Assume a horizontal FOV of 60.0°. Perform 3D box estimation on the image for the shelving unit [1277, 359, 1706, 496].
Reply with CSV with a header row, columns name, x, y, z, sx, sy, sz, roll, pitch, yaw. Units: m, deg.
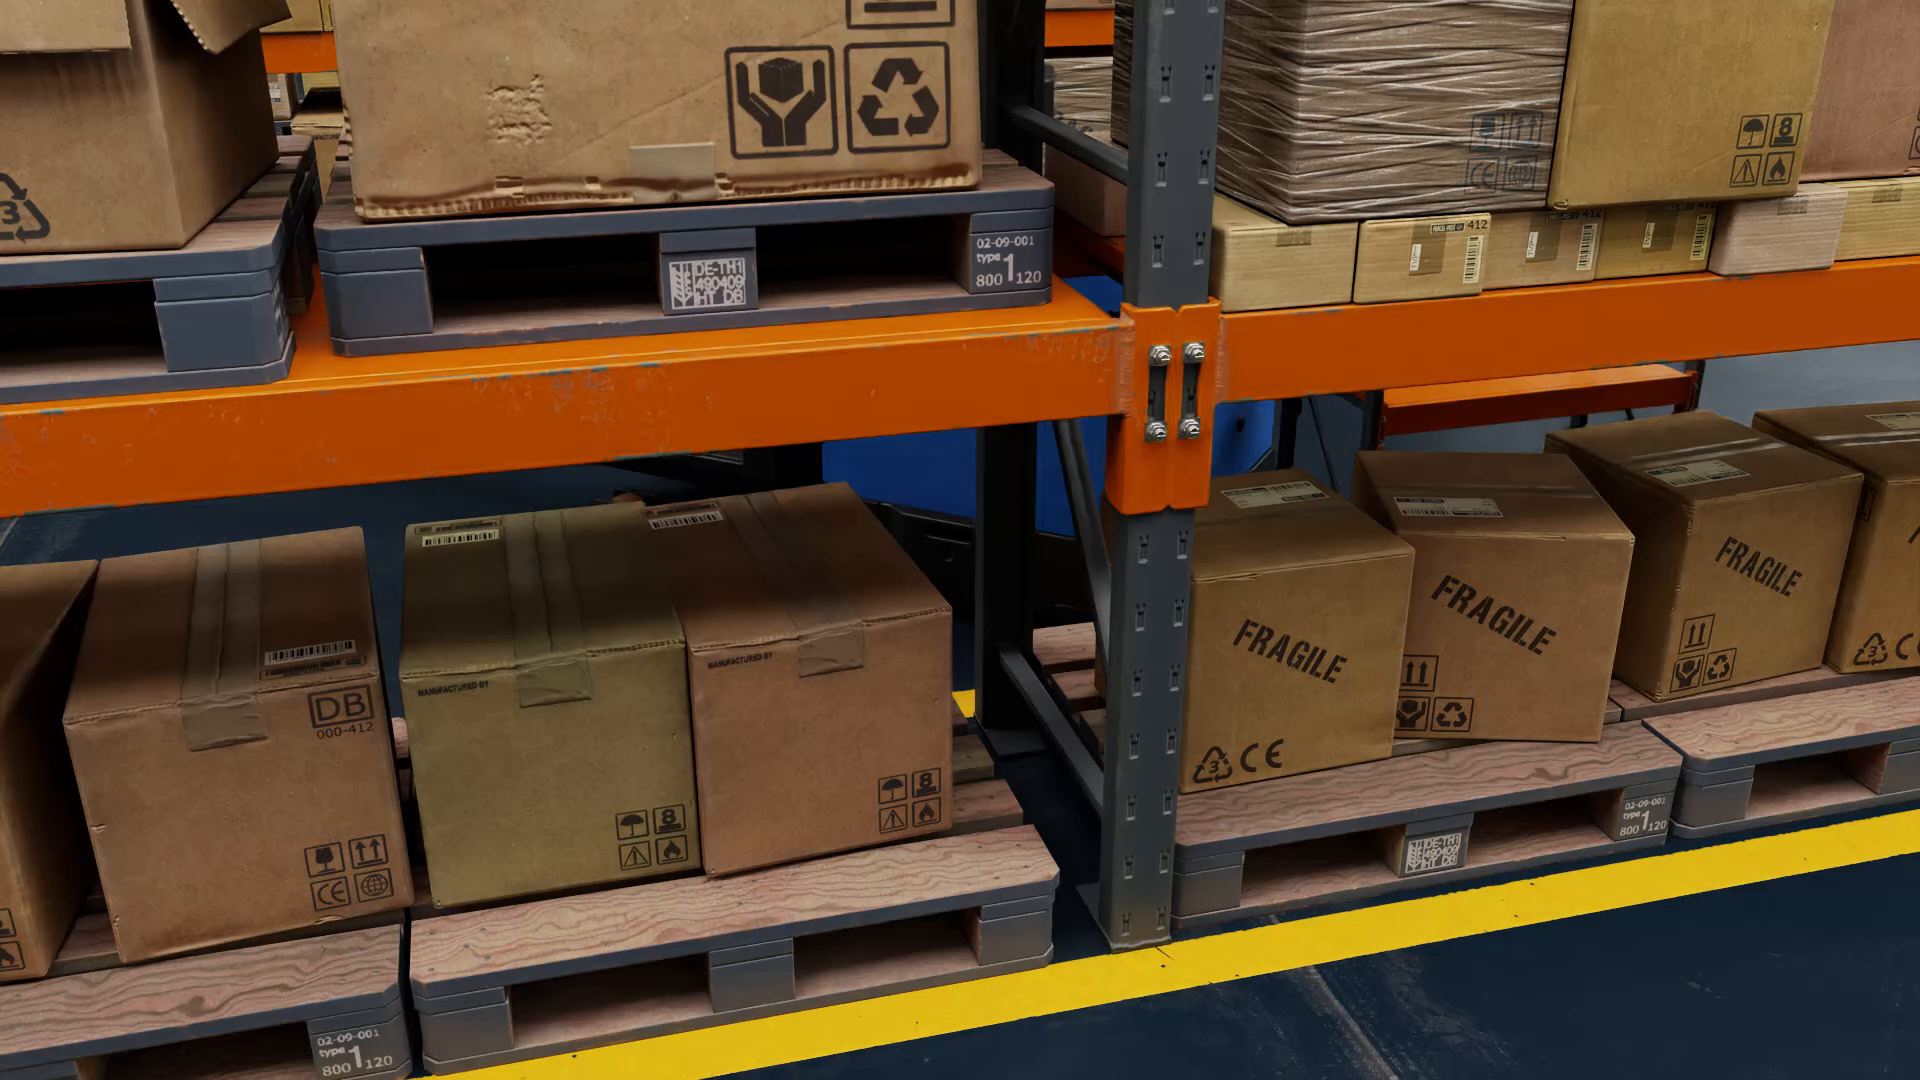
name,x,y,z,sx,sy,sz,roll,pitch,yaw
shelving unit,1.514,-0.592,4.724,1.083,1.500,0.587,-7,24,-15

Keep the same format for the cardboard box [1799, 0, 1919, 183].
name,x,y,z,sx,sy,sz,roll,pitch,yaw
cardboard box,1.625,-1.085,3.471,0.500,0.500,0.875,-6,24,-14

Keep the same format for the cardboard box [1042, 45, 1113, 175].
name,x,y,z,sx,sy,sz,roll,pitch,yaw
cardboard box,0.478,-1.995,8.257,0.875,0.875,0.875,-6,24,-14

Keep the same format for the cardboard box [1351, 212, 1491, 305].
name,x,y,z,sx,sy,sz,roll,pitch,yaw
cardboard box,0.762,-0.562,3.073,0.250,0.149,0.380,-6,24,-14

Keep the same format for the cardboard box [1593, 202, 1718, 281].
name,x,y,z,sx,sy,sz,roll,pitch,yaw
cardboard box,1.234,-0.629,3.230,0.250,0.149,0.380,-6,24,-14

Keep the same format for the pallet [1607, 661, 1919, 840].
name,x,y,z,sx,sy,sz,roll,pitch,yaw
pallet,2.044,0.318,4.240,1.213,0.211,1.003,-6,24,-14

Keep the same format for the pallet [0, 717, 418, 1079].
name,x,y,z,sx,sy,sz,roll,pitch,yaw
pallet,-1.696,0.750,3.235,1.213,0.211,1.003,-6,24,-14

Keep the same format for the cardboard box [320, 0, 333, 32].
name,x,y,z,sx,sy,sz,roll,pitch,yaw
cardboard box,-2.416,-2.422,6.963,0.500,0.500,0.500,-6,24,-14

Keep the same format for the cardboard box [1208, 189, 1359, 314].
name,x,y,z,sx,sy,sz,roll,pitch,yaw
cardboard box,0.518,-0.540,3.023,0.250,0.149,0.380,-6,24,-14

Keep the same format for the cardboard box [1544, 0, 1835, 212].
name,x,y,z,sx,sy,sz,roll,pitch,yaw
cardboard box,1.171,-0.994,3.258,0.500,0.500,0.875,-6,24,-14

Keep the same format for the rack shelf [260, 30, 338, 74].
name,x,y,z,sx,sy,sz,roll,pitch,yaw
rack shelf,-2.938,-2.097,7.245,4.000,0.370,1.077,-6,24,-14

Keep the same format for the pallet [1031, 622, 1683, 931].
name,x,y,z,sx,sy,sz,roll,pitch,yaw
pallet,0.867,0.450,3.934,1.213,0.211,1.003,-6,24,-14

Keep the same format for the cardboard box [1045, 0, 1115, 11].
name,x,y,z,sx,sy,sz,roll,pitch,yaw
cardboard box,0.414,-2.833,7.859,0.550,0.550,0.875,-6,24,-14

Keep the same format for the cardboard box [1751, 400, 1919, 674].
name,x,y,z,sx,sy,sz,roll,pitch,yaw
cardboard box,2.301,-0.021,4.132,0.500,0.500,0.500,-4,24,-9

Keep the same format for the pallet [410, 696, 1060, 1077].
name,x,y,z,sx,sy,sz,roll,pitch,yaw
pallet,-0.520,0.618,3.541,1.213,0.211,1.003,-6,24,-14

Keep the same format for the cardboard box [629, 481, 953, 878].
name,x,y,z,sx,sy,sz,roll,pitch,yaw
cardboard box,-0.367,0.257,3.459,0.500,0.500,0.700,-8,25,-18

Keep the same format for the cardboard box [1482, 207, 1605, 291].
name,x,y,z,sx,sy,sz,roll,pitch,yaw
cardboard box,0.995,-0.599,3.160,0.250,0.149,0.380,-6,24,-14

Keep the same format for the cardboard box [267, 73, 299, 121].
name,x,y,z,sx,sy,sz,roll,pitch,yaw
cardboard box,-5.044,-3.206,11.719,0.625,0.372,0.950,-7,24,-15

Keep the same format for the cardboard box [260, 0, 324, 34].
name,x,y,z,sx,sy,sz,roll,pitch,yaw
cardboard box,-2.904,-2.367,6.835,0.500,0.500,0.500,-7,24,-15

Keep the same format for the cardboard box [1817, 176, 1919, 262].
name,x,y,z,sx,sy,sz,roll,pitch,yaw
cardboard box,1.715,-0.682,3.355,0.250,0.149,0.380,-6,24,-14

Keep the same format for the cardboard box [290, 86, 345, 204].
name,x,y,z,sx,sy,sz,roll,pitch,yaw
cardboard box,-2.516,-1.598,7.491,0.750,0.750,1.050,-6,24,-14

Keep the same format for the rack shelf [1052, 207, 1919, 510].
name,x,y,z,sx,sy,sz,roll,pitch,yaw
rack shelf,2.155,-0.629,3.825,4.000,0.370,1.077,-6,24,-14

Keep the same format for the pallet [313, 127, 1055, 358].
name,x,y,z,sx,sy,sz,roll,pitch,yaw
pallet,-0.546,-0.632,3.163,1.213,0.211,1.003,-6,24,-14

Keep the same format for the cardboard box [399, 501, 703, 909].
name,x,y,z,sx,sy,sz,roll,pitch,yaw
cardboard box,-0.832,0.301,3.357,0.500,0.500,0.700,-6,24,-15

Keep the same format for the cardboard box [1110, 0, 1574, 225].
name,x,y,z,sx,sy,sz,roll,pitch,yaw
cardboard box,0.680,-0.954,3.165,0.500,0.500,0.875,-6,24,-14

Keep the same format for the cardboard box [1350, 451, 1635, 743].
name,x,y,z,sx,sy,sz,roll,pitch,yaw
cardboard box,1.175,0.118,3.809,0.500,0.500,0.500,1,23,3

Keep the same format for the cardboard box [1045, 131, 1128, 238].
name,x,y,z,sx,sy,sz,roll,pitch,yaw
cardboard box,0.357,-0.766,3.549,0.250,0.149,0.380,-6,24,-14

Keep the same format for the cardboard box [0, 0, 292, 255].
name,x,y,z,sx,sy,sz,roll,pitch,yaw
cardboard box,-1.414,-0.767,2.571,0.637,0.503,0.797,-4,24,-9

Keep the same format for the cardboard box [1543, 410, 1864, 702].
name,x,y,z,sx,sy,sz,roll,pitch,yaw
cardboard box,1.752,0.022,4.033,0.500,0.500,0.500,-9,25,-19

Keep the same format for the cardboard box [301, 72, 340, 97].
name,x,y,z,sx,sy,sz,roll,pitch,yaw
cardboard box,-4.312,-3.285,11.902,0.625,0.372,0.950,-6,24,-13

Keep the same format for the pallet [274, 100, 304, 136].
name,x,y,z,sx,sy,sz,roll,pitch,yaw
pallet,-4.373,-3.013,12.004,1.213,0.211,1.003,-6,24,-14

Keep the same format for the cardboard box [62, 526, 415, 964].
name,x,y,z,sx,sy,sz,roll,pitch,yaw
cardboard box,-1.370,0.360,3.218,0.500,0.500,0.700,-8,25,-19

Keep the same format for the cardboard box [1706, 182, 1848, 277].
name,x,y,z,sx,sy,sz,roll,pitch,yaw
cardboard box,1.485,-0.640,3.256,0.250,0.149,0.380,-6,24,-14

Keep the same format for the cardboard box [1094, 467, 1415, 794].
name,x,y,z,sx,sy,sz,roll,pitch,yaw
cardboard box,0.626,0.182,3.660,0.500,0.500,0.500,-7,24,-16

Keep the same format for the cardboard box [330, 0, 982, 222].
name,x,y,z,sx,sy,sz,roll,pitch,yaw
cardboard box,-0.573,-1.184,2.912,1.000,1.000,1.000,-6,24,-14

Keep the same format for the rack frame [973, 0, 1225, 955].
name,x,y,z,sx,sy,sz,roll,pitch,yaw
rack frame,0.230,-0.747,3.186,0.127,3.000,1.000,-6,24,-14

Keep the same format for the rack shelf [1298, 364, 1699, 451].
name,x,y,z,sx,sy,sz,roll,pitch,yaw
rack shelf,1.523,-0.427,4.798,1.000,0.185,0.538,-7,24,-15

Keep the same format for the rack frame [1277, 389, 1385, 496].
name,x,y,z,sx,sy,sz,roll,pitch,yaw
rack frame,1.036,-0.534,4.592,0.032,1.500,0.500,-7,24,-15

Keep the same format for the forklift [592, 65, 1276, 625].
name,x,y,z,sx,sy,sz,roll,pitch,yaw
forklift,-0.572,-1.464,4.945,3.031,2.935,1.130,11,26,24

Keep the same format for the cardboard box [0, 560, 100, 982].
name,x,y,z,sx,sy,sz,roll,pitch,yaw
cardboard box,-1.907,0.420,3.079,0.500,0.500,0.700,-4,24,-10

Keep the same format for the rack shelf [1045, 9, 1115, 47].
name,x,y,z,sx,sy,sz,roll,pitch,yaw
rack shelf,0.913,-2.523,8.238,4.000,0.370,1.077,-6,24,-14

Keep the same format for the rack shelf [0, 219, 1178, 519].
name,x,y,z,sx,sy,sz,roll,pitch,yaw
rack shelf,-1.696,-0.203,2.832,4.000,0.370,1.077,-6,24,-14

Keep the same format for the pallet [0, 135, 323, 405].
name,x,y,z,sx,sy,sz,roll,pitch,yaw
pallet,-1.727,-0.459,2.759,1.213,0.211,1.003,-6,24,-14

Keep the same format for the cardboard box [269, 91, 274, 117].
name,x,y,z,sx,sy,sz,roll,pitch,yaw
cardboard box,-3.413,-1.499,7.259,0.750,0.750,1.050,-6,24,-14

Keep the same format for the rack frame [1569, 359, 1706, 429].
name,x,y,z,sx,sy,sz,roll,pitch,yaw
rack frame,2.009,-0.651,4.862,0.032,1.500,0.500,-7,24,-15
